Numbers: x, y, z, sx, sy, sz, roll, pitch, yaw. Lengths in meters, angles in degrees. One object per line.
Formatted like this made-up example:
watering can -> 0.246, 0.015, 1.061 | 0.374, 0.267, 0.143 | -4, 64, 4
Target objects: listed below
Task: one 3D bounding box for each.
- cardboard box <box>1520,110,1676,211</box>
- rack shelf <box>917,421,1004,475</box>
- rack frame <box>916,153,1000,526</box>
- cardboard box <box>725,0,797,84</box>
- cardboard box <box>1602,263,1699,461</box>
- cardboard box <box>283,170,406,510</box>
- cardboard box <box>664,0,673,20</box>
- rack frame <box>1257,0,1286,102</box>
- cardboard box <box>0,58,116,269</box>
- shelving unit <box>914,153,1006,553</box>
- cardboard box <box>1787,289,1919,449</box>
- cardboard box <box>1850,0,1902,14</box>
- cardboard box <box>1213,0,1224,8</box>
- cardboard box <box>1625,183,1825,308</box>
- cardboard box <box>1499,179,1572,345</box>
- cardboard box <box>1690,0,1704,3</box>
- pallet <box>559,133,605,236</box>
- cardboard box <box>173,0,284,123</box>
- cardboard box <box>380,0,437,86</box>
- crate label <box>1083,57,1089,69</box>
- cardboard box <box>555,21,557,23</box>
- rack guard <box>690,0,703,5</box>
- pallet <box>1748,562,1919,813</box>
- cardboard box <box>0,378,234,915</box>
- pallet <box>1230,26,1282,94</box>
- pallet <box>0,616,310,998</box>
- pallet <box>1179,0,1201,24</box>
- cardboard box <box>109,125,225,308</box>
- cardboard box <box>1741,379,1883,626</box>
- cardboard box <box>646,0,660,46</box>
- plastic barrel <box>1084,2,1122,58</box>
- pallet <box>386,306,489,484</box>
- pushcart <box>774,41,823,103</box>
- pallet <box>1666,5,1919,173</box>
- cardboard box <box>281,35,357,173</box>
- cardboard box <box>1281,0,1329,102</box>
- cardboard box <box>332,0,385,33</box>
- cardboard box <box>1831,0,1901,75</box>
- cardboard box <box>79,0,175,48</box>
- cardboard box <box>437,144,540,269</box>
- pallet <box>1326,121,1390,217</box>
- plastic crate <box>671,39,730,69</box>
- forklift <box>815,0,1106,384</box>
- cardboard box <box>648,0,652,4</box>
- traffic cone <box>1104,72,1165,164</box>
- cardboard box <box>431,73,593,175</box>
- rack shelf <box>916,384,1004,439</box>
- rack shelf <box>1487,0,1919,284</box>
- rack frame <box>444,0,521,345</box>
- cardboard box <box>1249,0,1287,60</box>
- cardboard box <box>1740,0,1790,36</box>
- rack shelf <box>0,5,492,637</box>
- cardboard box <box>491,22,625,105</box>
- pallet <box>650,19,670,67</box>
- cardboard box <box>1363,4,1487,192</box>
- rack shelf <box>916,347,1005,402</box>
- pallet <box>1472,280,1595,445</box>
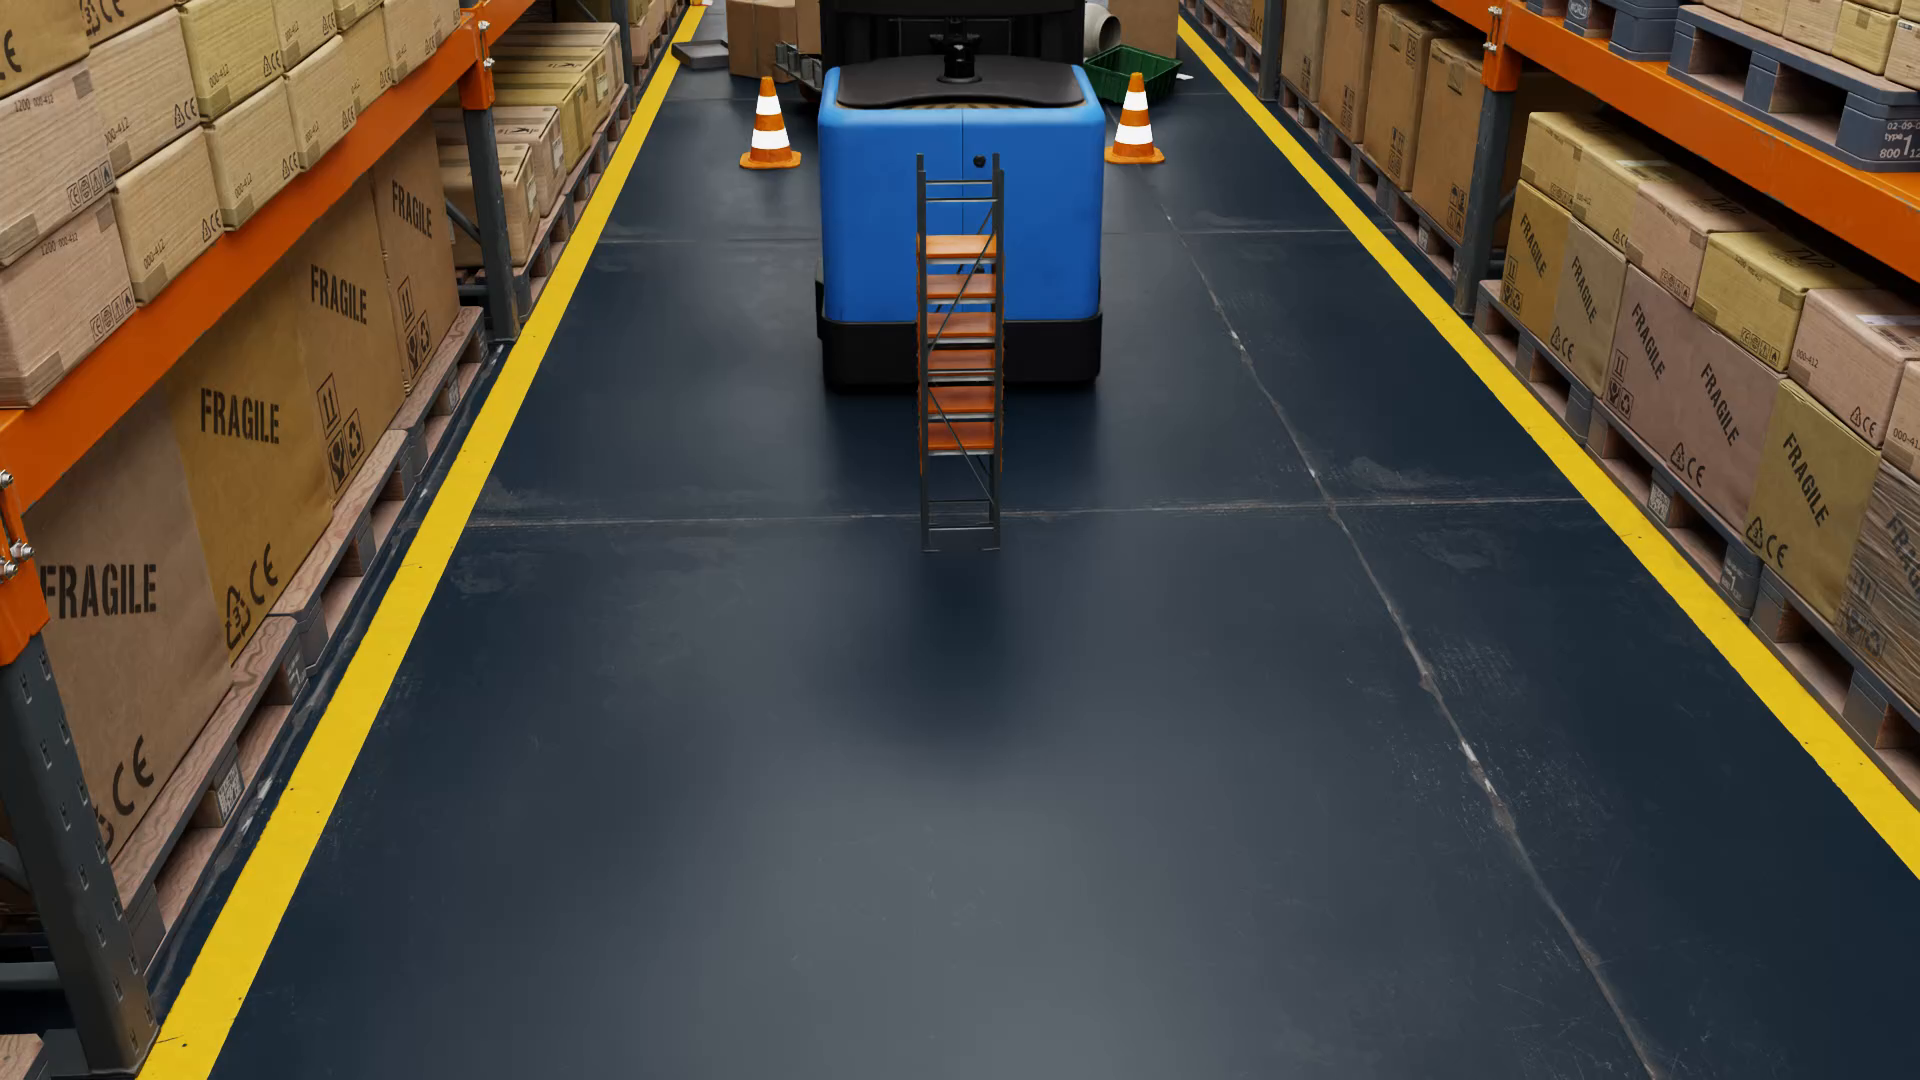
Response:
cardboard box -> 2.418, -1.398, 6.125 | 0.500, 0.250, 0.500 | -3, 28, -5
rack shelf -> -0.001, -0.286, 5.117 | 0.258, 0.103, 0.180 | -1, 28, -3
rack frame -> -0.006, -0.581, 5.066 | 0.240, 1.200, 0.006 | -1, 28, -3
cardboard box -> -1.220, -3.413, 11.251 | 0.500, 0.500, 0.500 | 19, 33, 32
cardboard box -> 2.467, -0.588, 5.383 | 0.500, 0.500, 0.500 | -2, 28, -4
cardboard box -> -2.319, -0.657, 5.109 | 0.875, 0.875, 0.875 | -1, 28, -2
cardboard box -> -2.369, -3.960, 12.117 | 0.500, 0.250, 0.500 | -2, 28, -4
rack frame -> 2.415, -4.159, 9.981 | 1.000, 3.000, 0.127 | -1, 28, -3
cardboard box -> -1.847, -0.664, 2.900 | 0.500, 0.250, 0.500 | -2, 28, -4
shelving unit -> -0.001, -0.539, 4.985 | 0.258, 1.200, 0.189 | -1, 28, -3
cardboard box -> 2.528, -0.451, 4.308 | 0.500, 0.250, 0.500 | 0, 28, 0
cardboard box -> 2.542, -1.459, 4.300 | 0.380, 0.149, 0.250 | -1, 28, -2
cardboard box -> 2.355, -4.533, 12.540 | 0.875, 0.875, 0.875 | -2, 28, -3
cardboard box -> 2.457, -0.935, 5.237 | 0.500, 0.250, 0.500 | -1, 28, -2
cardboard box -> 2.406, -1.057, 6.282 | 0.500, 0.500, 0.500 | -3, 28, -5
cardboard box -> 2.489, -1.802, 5.279 | 0.380, 0.149, 0.250 | 0, 28, 0
pallet -> -2.414, -1.832, 8.535 | 1.003, 0.211, 1.213 | -1, 28, -3
cardboard box -> -1.902, -1.137, 3.809 | 0.500, 0.250, 0.500 | -1, 28, -2
cardboard box -> -1.986, -1.616, 5.268 | 0.500, 0.250, 0.500 | -1, 28, -2
crate label -> 0.780, -3.160, 11.161 | 0.298, 0.136, 0.250 | -23, 35, -37
cardboard box -> -2.823, -3.227, 10.712 | 0.500, 0.250, 0.500 | 0, 28, 0
rack guard -> -2.728, -4.697, 13.715 | 1.175, 0.500, 0.348 | -1, 28, -3
pallet -> 2.790, 0.412, 4.231 | 1.003, 0.211, 1.213 | -1, 28, -3
cardboard box -> -2.218, 0.173, 3.518 | 0.875, 0.875, 0.875 | -1, 28, -1
pallet -> 2.453, -3.276, 11.303 | 1.003, 0.211, 1.213 | -1, 28, -3
pallet -> -2.221, 0.583, 3.903 | 1.003, 0.211, 1.213 | -1, 28, -3
pallet -> 2.326, -4.403, 13.463 | 1.003, 0.211, 1.213 | -1, 28, -3
cardboard box -> -1.893, -0.681, 3.473 | 0.500, 0.250, 0.500 | -2, 28, -4
cardboard box -> 2.516, -0.115, 4.476 | 0.500, 0.500, 0.500 | -2, 28, -4
cardboard box -> -2.324, -3.485, 11.208 | 0.500, 0.250, 0.500 | 0, 28, 0
plastic barrel -> 0.824, -3.504, 11.510 | 0.512, 0.421, 0.421 | 19, 33, 32
pallet -> -2.349, -0.543, 6.064 | 1.003, 0.211, 1.213 | -1, 28, -3
pushcart -> -0.249, -2.908, 10.418 | 1.648, 0.377, 0.936 | -11, 30, -20
pallet -> 2.768, -1.314, 4.733 | 1.003, 0.211, 1.213 | -1, 28, -3
cardboard box -> -1.921, -1.149, 4.371 | 0.500, 0.250, 0.500 | -2, 28, -3
cardboard box -> 2.537, -3.063, 9.859 | 1.050, 0.750, 0.750 | -2, 28, -3
cardboard box -> -1.958, -1.611, 4.716 | 0.500, 0.250, 0.500 | -2, 28, -4
cardboard box -> 2.543, -1.320, 4.354 | 0.380, 0.149, 0.250 | 0, 28, 0
cardboard box -> -1.896, -1.231, 3.176 | 0.500, 0.500, 0.500 | -2, 28, -3
cardboard box -> -2.334, -1.428, 7.132 | 0.950, 0.372, 0.625 | -3, 28, -6
pallet -> 2.597, -2.004, 8.863 | 1.003, 0.211, 1.213 | -1, 28, -3
plastic crate -> -1.786, -3.443, 11.766 | 0.402, 0.080, 0.583 | -11, 30, -20
forklift -> -0.041, -2.524, 6.920 | 1.130, 2.935, 3.031 | -1, 28, -2
cardboard box -> -2.324, -3.818, 11.036 | 0.500, 0.500, 0.500 | 0, 28, -1
traffic cone -> 0.977, -2.379, 9.310 | 0.336, 0.463, 0.334 | -1, 28, -3
cardboard box -> -2.414, -2.119, 8.457 | 0.950, 0.372, 0.625 | 0, 28, -1
rack shelf -> -0.001, -0.393, 5.061 | 0.258, 0.103, 0.180 | -1, 28, -3
rack shelf -> 2.728, -1.069, 4.835 | 1.077, 0.370, 4.000 | -1, 28, -3
rack frame -> -2.314, -2.146, 6.120 | 1.000, 3.000, 0.127 | -1, 28, -3
cardboard box -> 2.452, -3.695, 10.935 | 0.875, 0.875, 0.875 | -1, 28, -2
cardboard box -> 2.517, -1.563, 4.821 | 0.380, 0.149, 0.250 | -1, 28, -2
rack shelf -> -2.210, -0.903, 4.516 | 1.077, 0.370, 4.000 | -1, 28, -3
cardboard box -> -2.493, -2.772, 9.709 | 0.950, 0.372, 0.625 | -1, 28, -2
pallet -> -2.660, -3.631, 11.983 | 1.003, 0.211, 1.213 | -1, 28, -3
cardboard box -> 2.633, -2.188, 8.180 | 1.050, 0.750, 0.750 | -1, 28, -2
rack shelf -> -0.001, -0.499, 5.006 | 0.258, 0.103, 0.180 | -1, 28, -3
pallet -> 2.663, -0.715, 6.392 | 1.003, 0.211, 1.213 | -1, 28, -3
